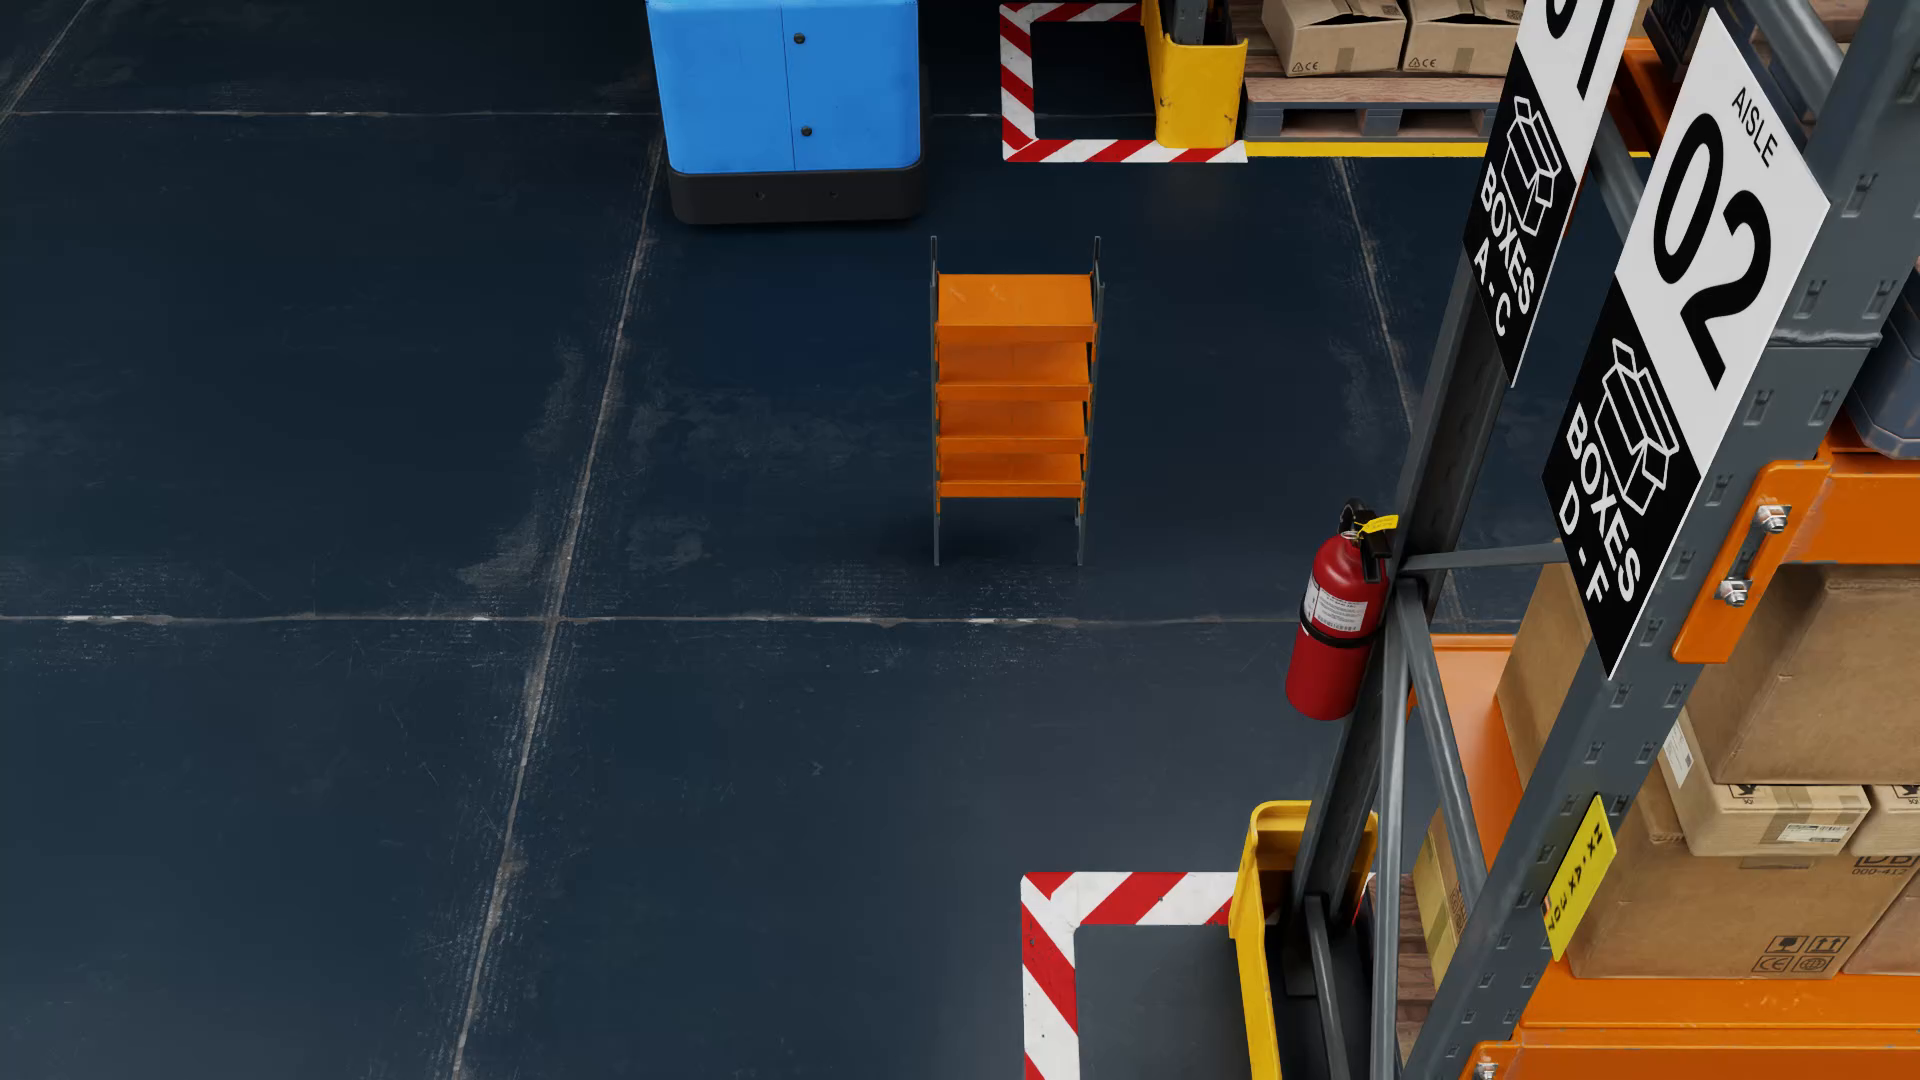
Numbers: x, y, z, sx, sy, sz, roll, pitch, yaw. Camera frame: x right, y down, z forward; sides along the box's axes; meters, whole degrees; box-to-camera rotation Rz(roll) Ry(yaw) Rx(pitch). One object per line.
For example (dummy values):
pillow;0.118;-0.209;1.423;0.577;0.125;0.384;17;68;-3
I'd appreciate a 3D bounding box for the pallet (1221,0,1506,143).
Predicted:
pallet;1.862;-2.206;7.659;1.213;0.211;1.003;0;47;0

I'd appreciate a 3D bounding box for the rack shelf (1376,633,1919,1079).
rack shelf;2.959;0.692;3.548;4.000;0.370;1.077;0;47;0

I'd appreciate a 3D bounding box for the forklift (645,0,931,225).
forklift;-0.738;-3.372;6.886;1.130;2.935;3.031;-2;47;-2

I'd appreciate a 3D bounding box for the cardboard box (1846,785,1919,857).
cardboard box;1.615;0.344;2.869;0.250;0.149;0.380;-1;47;-1

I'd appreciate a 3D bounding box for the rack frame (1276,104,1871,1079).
rack frame;0.959;0.442;3.290;0.127;3.000;1.000;0;47;0

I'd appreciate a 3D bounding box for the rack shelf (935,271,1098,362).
rack shelf;0.166;-0.676;5.023;0.480;0.148;0.258;0;47;0

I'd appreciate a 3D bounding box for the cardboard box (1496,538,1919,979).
cardboard box;1.426;0.418;3.243;0.500;0.500;0.700;0;47;0

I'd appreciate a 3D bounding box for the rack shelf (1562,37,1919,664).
rack shelf;2.959;-0.330;2.450;4.000;0.370;1.077;0;47;0

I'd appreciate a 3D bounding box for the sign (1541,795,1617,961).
sign;0.951;0.526;2.566;0.005;0.325;0.100;0;47;0

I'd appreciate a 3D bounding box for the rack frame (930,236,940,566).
rack frame;-0.078;-0.409;5.311;0.015;1.200;0.240;0;47;0

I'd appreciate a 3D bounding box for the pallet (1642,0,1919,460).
pallet;1.666;-0.529;2.205;1.213;0.211;1.003;0;47;0

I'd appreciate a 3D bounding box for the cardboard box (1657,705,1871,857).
cardboard box;1.351;0.345;2.868;0.250;0.149;0.380;0;47;0

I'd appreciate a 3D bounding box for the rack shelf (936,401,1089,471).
rack shelf;0.166;-0.363;5.360;0.480;0.148;0.258;0;47;0

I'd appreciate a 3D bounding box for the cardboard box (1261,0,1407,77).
cardboard box;1.666;-2.350;7.425;0.500;0.311;0.500;-5;47;-4

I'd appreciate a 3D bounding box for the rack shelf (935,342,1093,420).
rack shelf;0.166;-0.515;5.196;0.480;0.148;0.258;0;47;0

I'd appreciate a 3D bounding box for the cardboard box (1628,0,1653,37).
cardboard box;2.969;-2.375;7.318;0.500;0.500;0.700;-3;47;-2

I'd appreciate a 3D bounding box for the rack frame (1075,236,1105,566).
rack frame;0.410;-0.408;5.310;0.015;1.200;0.240;0;47;0

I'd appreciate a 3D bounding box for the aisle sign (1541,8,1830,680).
aisle sign;0.893;-0.220;2.129;0.004;0.787;0.394;0;47;0

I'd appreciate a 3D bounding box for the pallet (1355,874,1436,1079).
pallet;1.724;1.363;4.337;1.213;0.211;1.003;0;47;0

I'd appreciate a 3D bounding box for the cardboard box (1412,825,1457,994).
cardboard box;1.497;1.021;4.342;0.500;0.250;0.500;0;47;0

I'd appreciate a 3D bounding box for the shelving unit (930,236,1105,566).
shelving unit;0.166;-0.408;5.310;0.503;1.200;0.258;0;47;0

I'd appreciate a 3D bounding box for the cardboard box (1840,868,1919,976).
cardboard box;1.951;0.416;3.245;0.500;0.500;0.700;1;47;1

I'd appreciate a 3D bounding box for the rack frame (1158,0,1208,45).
rack frame;0.974;-3.184;6.665;0.127;3.000;1.000;0;47;0

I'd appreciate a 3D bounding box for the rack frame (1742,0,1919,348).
rack frame;0.959;-1.602;1.094;0.127;3.000;1.000;0;47;0

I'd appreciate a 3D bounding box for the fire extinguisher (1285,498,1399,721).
fire extinguisher;0.843;0.128;3.635;0.183;0.674;0.296;0;47;0

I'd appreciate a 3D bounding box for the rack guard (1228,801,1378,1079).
rack guard;0.935;1.293;4.205;0.348;0.500;1.175;0;47;0

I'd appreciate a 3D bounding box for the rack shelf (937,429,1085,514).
rack shelf;0.166;-0.227;5.505;0.480;0.148;0.258;0;47;0

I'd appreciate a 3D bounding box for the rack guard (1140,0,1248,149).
rack guard;1.050;-2.332;7.579;0.348;0.500;1.175;0;47;0

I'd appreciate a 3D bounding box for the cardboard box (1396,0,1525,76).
cardboard box;2.236;-2.349;7.423;0.500;0.311;0.500;4;47;3

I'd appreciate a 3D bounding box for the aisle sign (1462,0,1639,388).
aisle sign;0.895;-0.659;2.538;0.004;0.787;0.394;0;47;0

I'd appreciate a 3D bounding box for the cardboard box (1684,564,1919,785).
cardboard box;1.479;-0.024;2.768;0.500;0.500;0.700;0;47;0

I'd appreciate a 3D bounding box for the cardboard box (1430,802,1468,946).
cardboard box;1.497;0.764;4.069;0.500;0.500;0.500;0;47;0

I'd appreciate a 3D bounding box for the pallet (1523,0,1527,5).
pallet;3.079;-2.200;7.654;1.213;0.211;1.003;0;47;0
